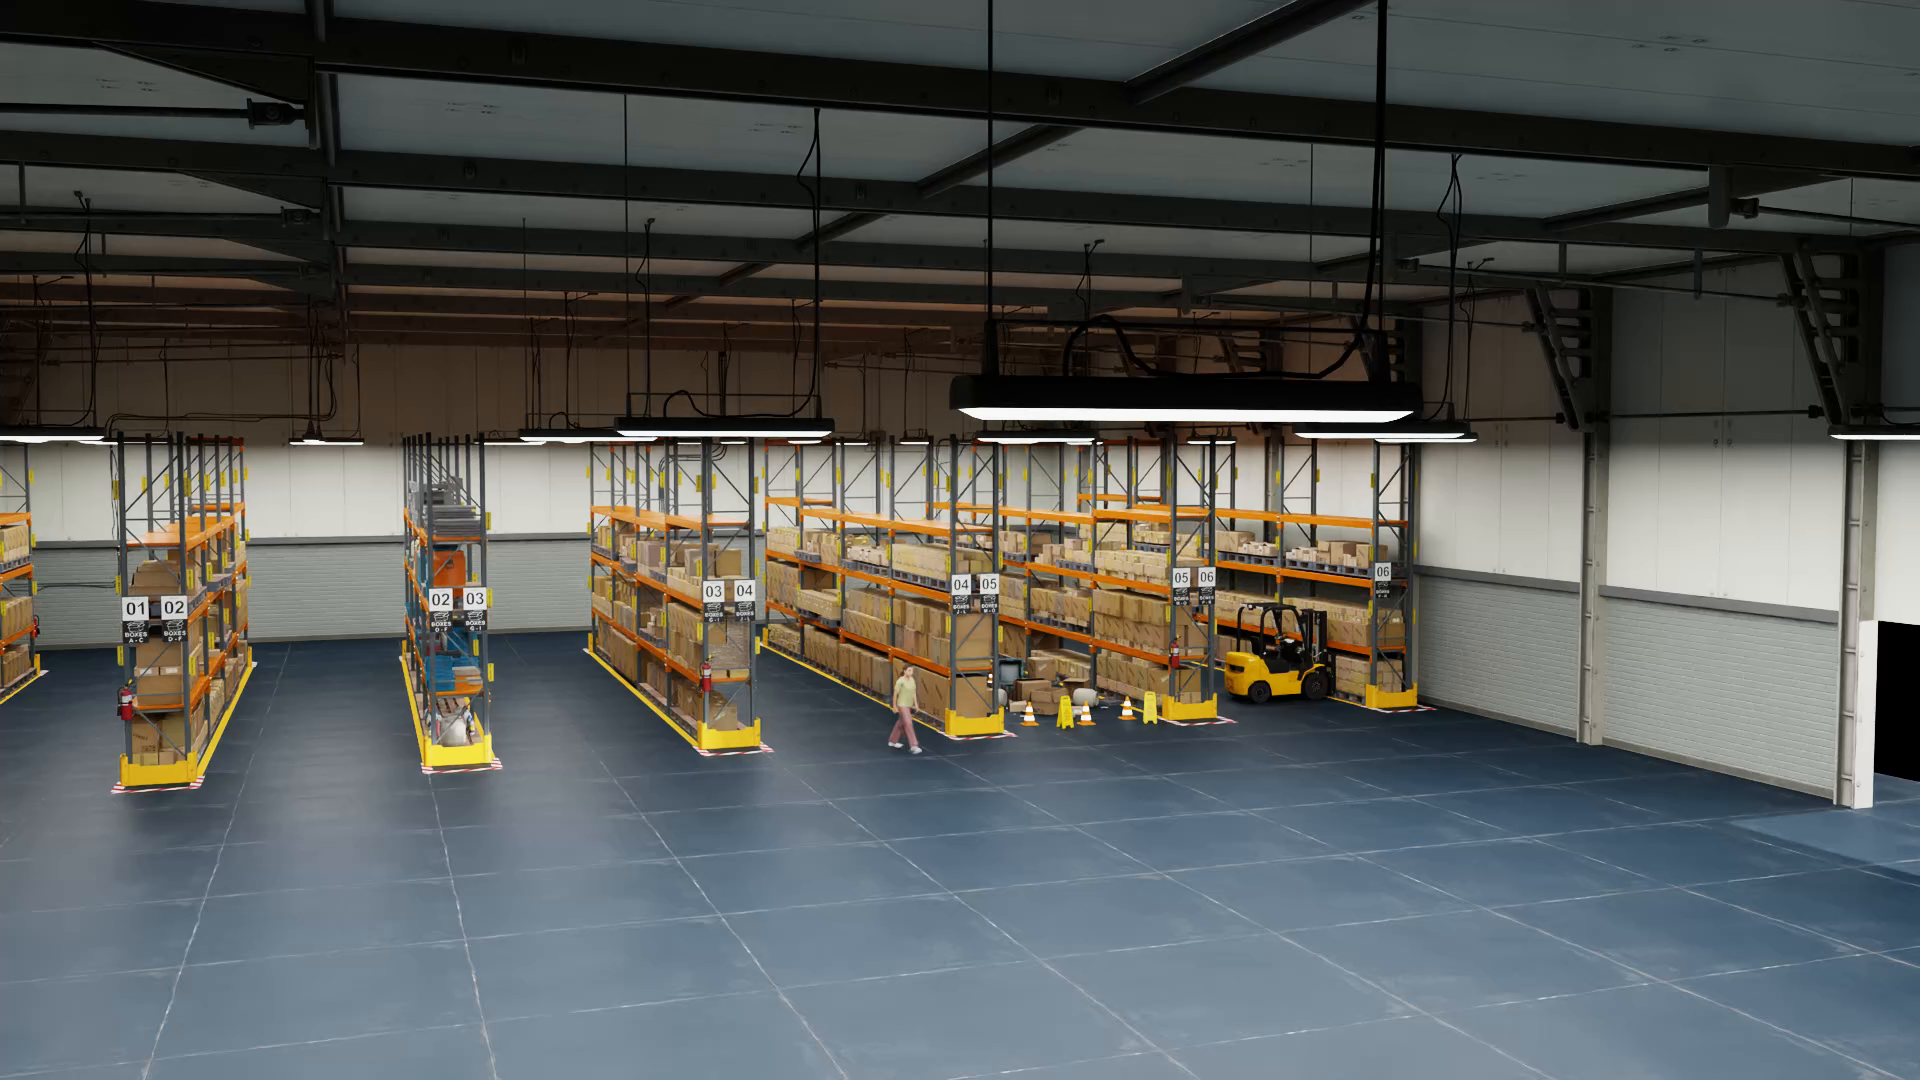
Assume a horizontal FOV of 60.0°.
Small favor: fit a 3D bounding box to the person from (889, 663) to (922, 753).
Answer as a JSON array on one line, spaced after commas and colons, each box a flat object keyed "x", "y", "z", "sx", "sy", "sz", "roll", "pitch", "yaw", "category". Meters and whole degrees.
[{"x": -0.996, "y": 3.140, "z": 31.405, "sx": 0.928, "sy": 1.624, "sz": 0.491, "roll": 2, "pitch": 4, "yaw": 32, "category": "person"}]
